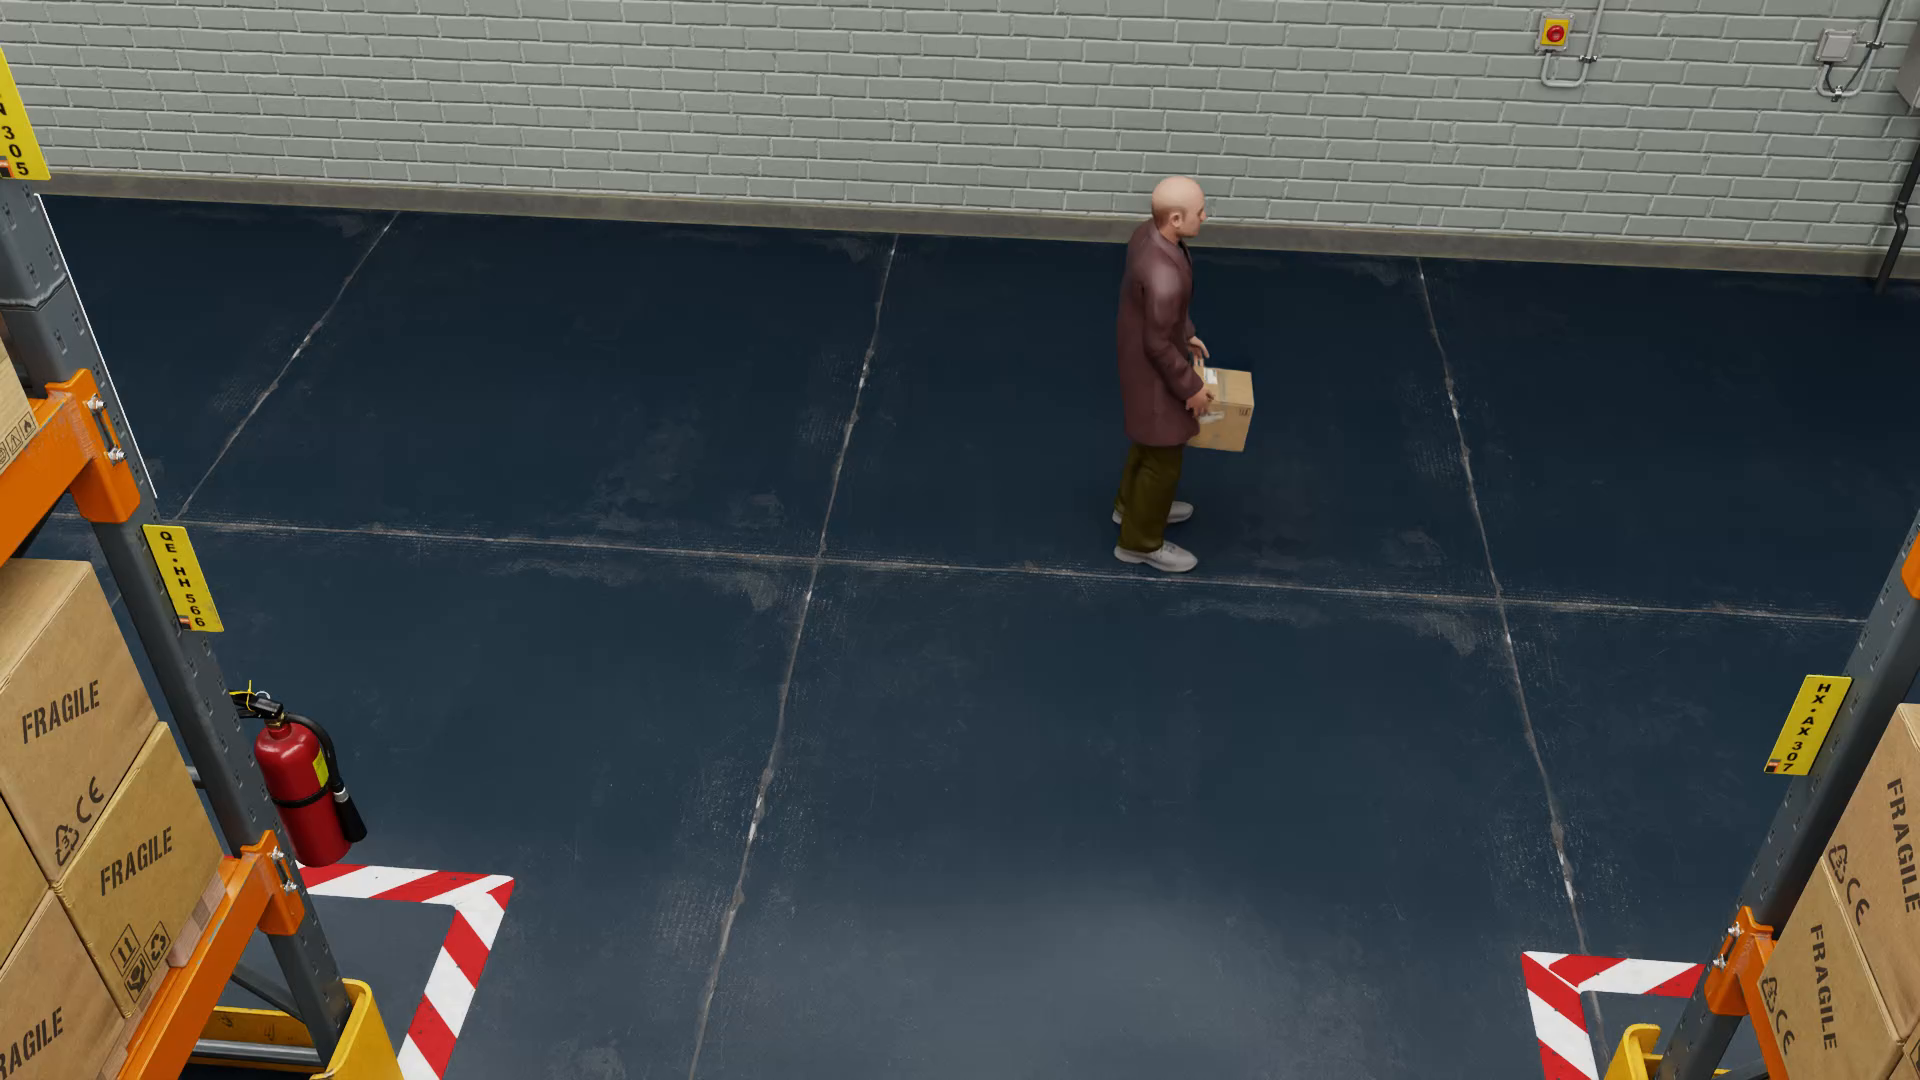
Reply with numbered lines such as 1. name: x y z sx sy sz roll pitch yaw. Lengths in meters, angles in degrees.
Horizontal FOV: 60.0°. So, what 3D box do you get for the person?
1. person: 0.858 -0.710 7.023 0.424 1.780 0.583 2 40 3
